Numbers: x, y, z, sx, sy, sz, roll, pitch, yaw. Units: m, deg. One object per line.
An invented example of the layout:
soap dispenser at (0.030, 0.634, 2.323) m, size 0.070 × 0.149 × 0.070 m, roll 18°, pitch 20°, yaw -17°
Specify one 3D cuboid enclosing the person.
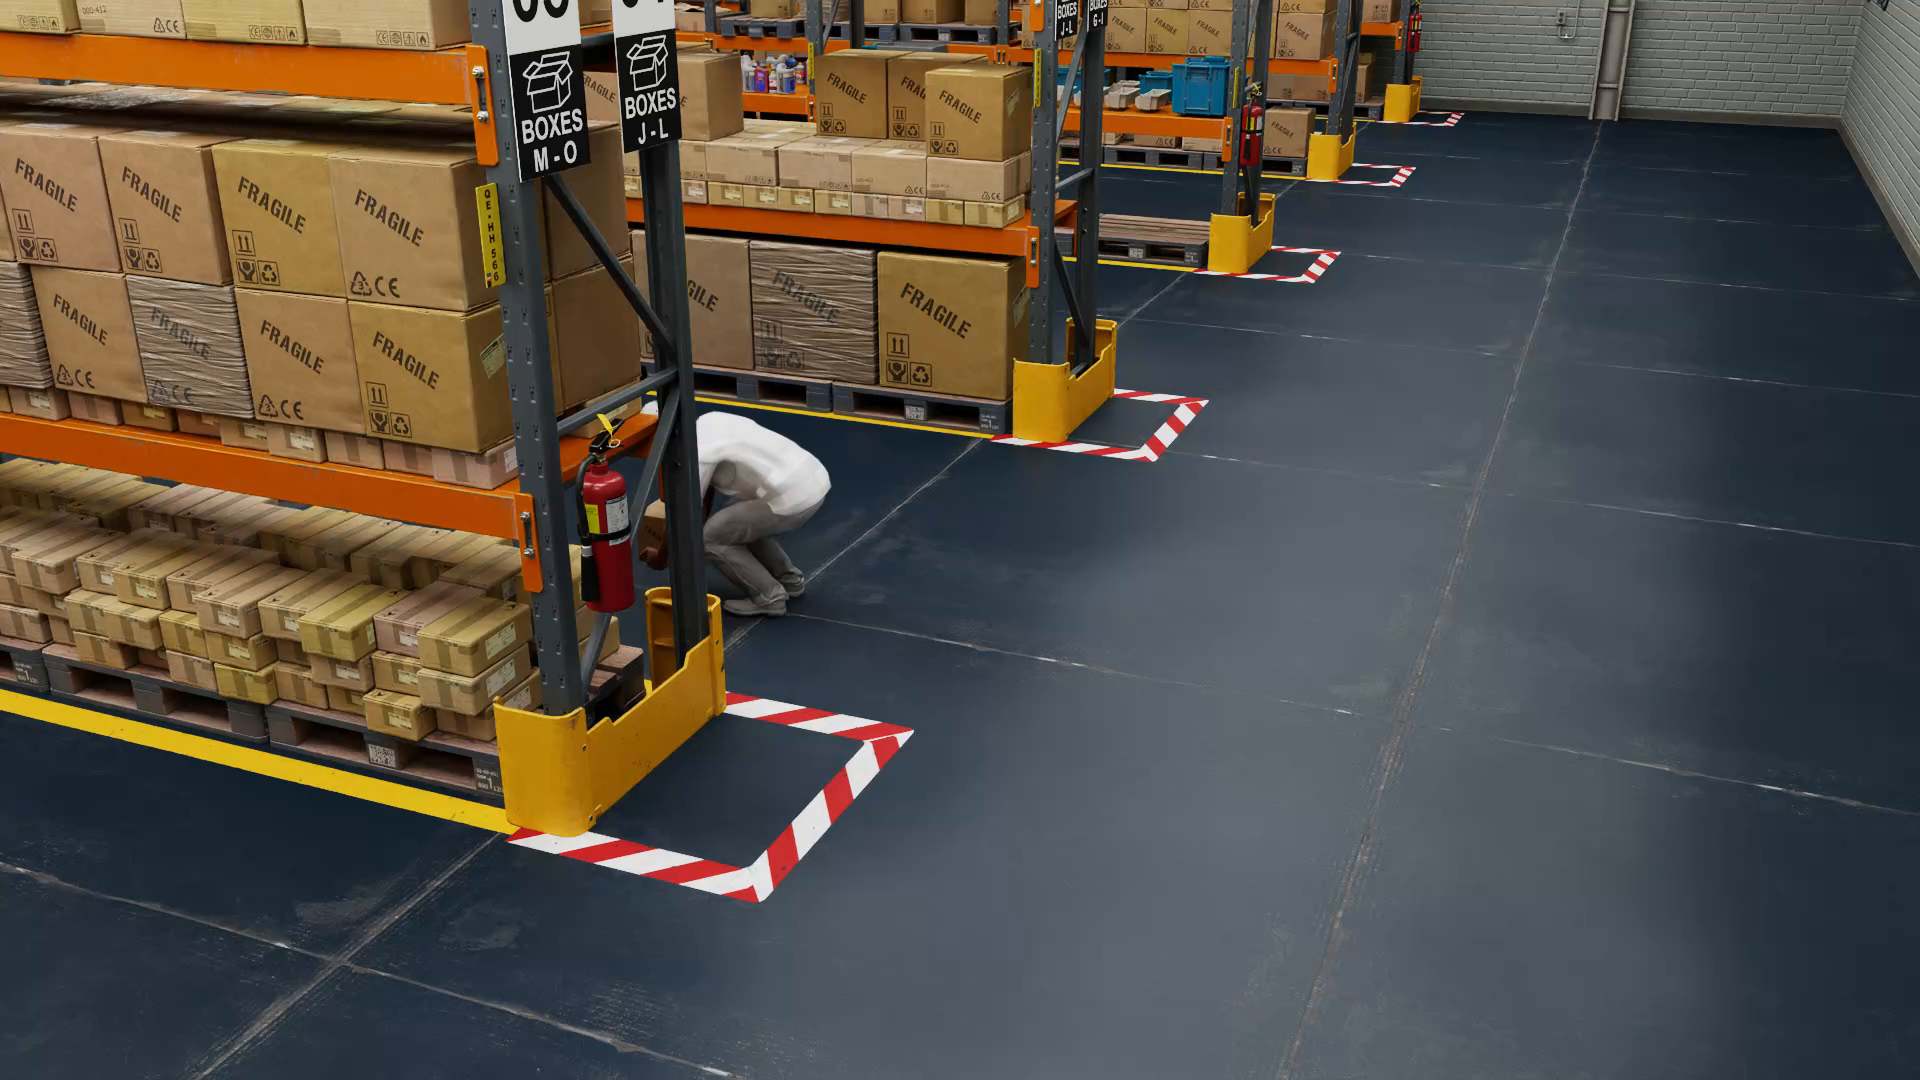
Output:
person at (-1.093, -0.164, 7.968) m, size 0.924 × 1.011 × 0.532 m, roll 4°, pitch 23°, yaw 10°
